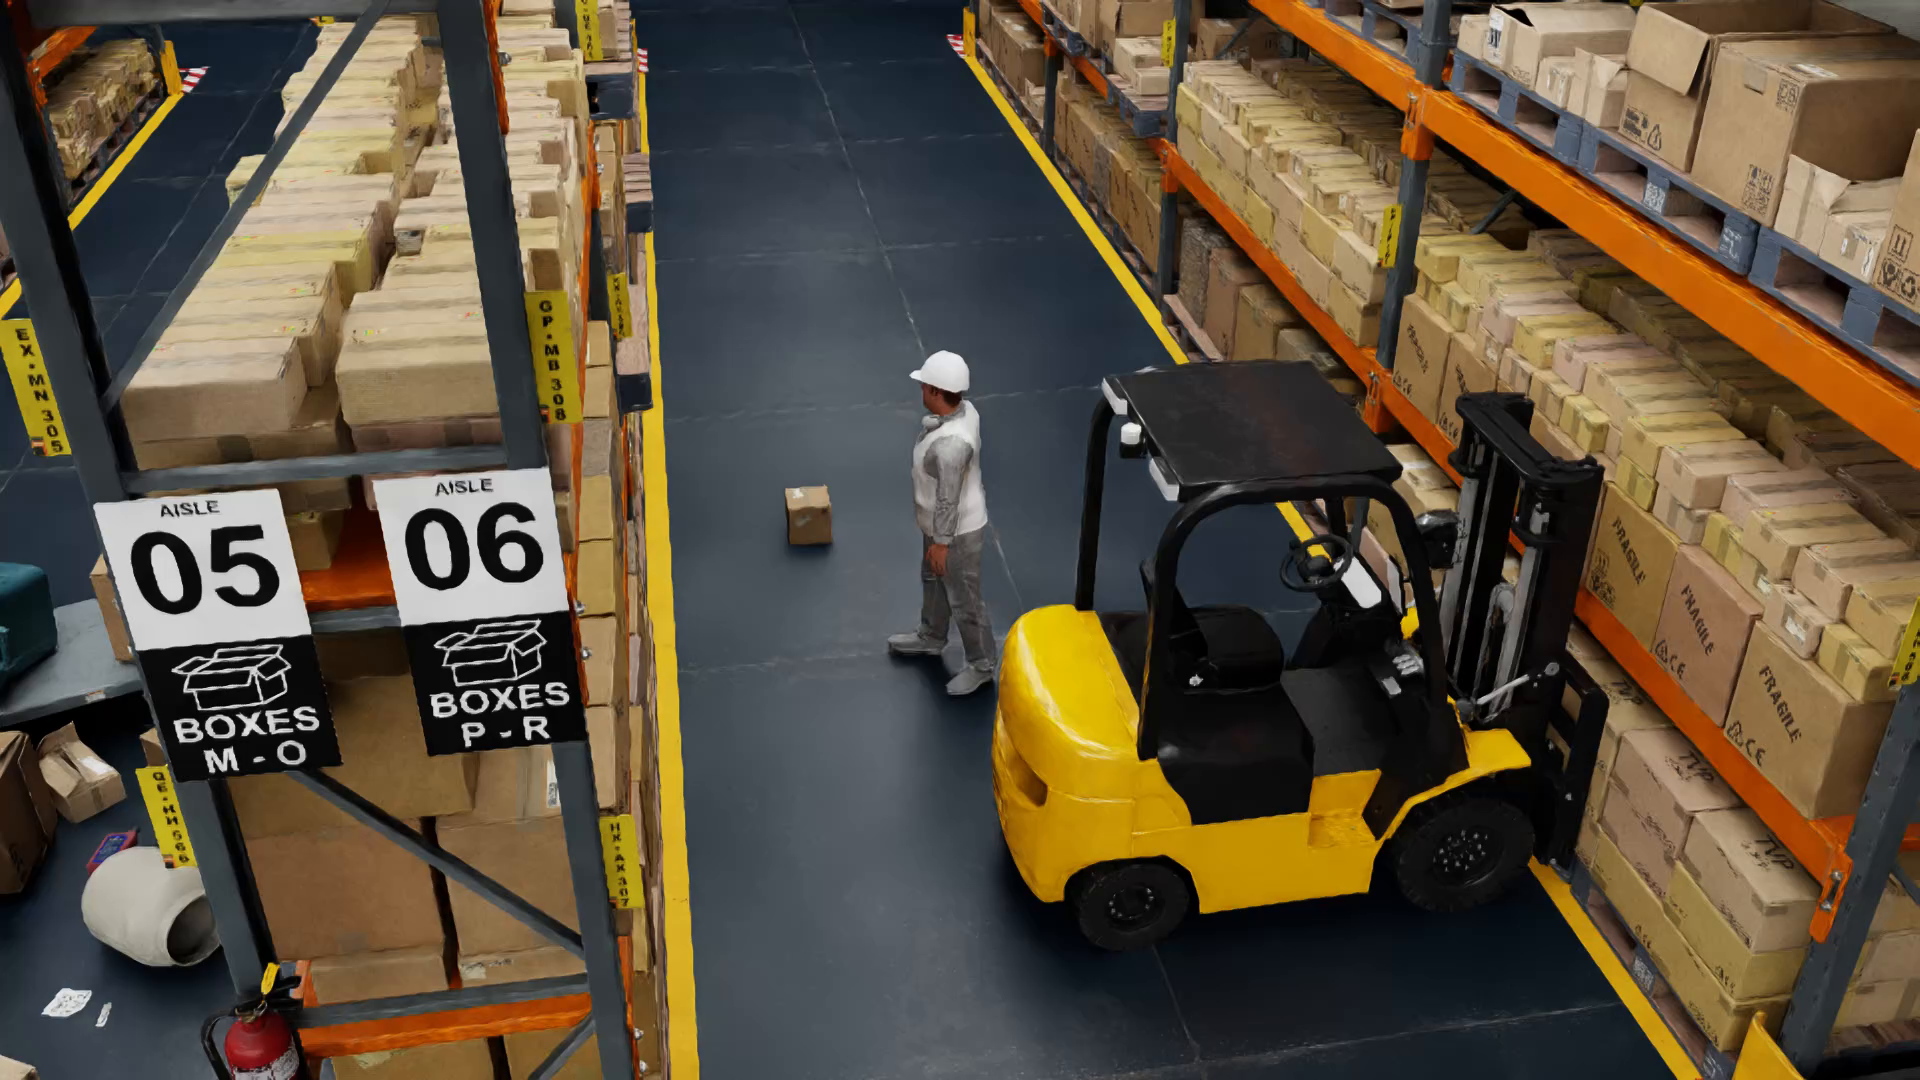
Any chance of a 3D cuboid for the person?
[{"bbox_3d":[-0.098,-0.121,8.268,0.575,1.770,0.648,-1,30,-1],"label":"person"}]
